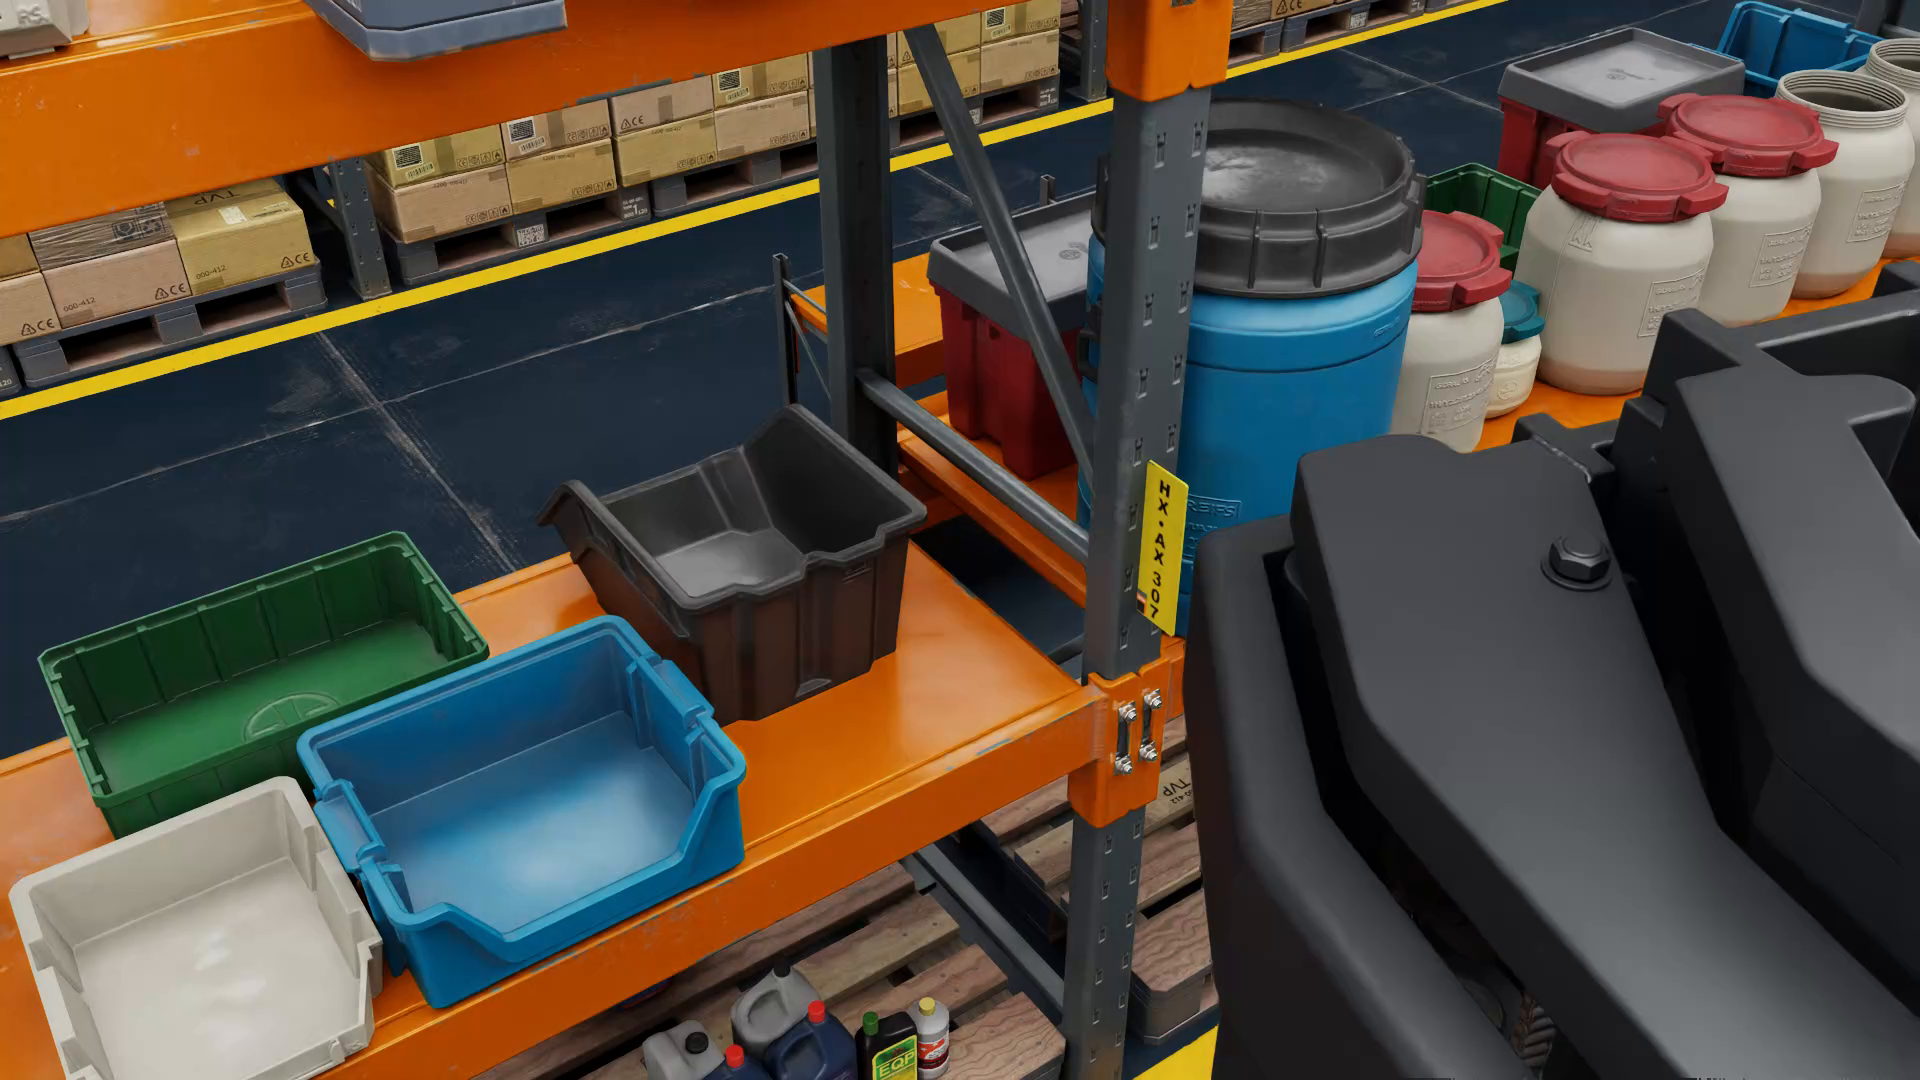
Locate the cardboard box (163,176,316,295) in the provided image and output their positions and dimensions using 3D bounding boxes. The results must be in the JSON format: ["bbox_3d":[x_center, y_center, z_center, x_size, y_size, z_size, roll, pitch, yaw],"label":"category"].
[{"bbox_3d":[-3.058,-1.296,6.978,0.500,0.250,0.500,-22,41,-28],"label":"cardboard box"}]

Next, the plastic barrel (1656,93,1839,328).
[{"bbox_3d":[1.907,-0.801,4.178,0.433,0.535,0.433,0,36,0],"label":"plastic barrel"}]

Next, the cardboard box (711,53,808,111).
[{"bbox_3d":[-1.068,-2.321,7.923,0.500,0.311,0.500,-21,41,-27],"label":"cardboard box"}]

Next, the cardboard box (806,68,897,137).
[{"bbox_3d":[-0.657,-2.265,8.326,0.500,0.250,0.500,-21,41,-27],"label":"cardboard box"}]

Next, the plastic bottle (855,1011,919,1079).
[{"bbox_3d":[-0.158,1.107,3.591,0.133,0.283,0.061,-20,40,-26],"label":"plastic bottle"}]

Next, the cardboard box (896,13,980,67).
[{"bbox_3d":[-0.243,-2.657,8.391,0.500,0.311,0.500,-23,42,-29],"label":"cardboard box"}]

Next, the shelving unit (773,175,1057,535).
[{"bbox_3d":[0.006,-0.459,5.425,1.048,1.125,0.538,-22,41,-28],"label":"shelving unit"}]

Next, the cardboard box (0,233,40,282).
[{"bbox_3d":[-3.880,-1.267,6.296,0.500,0.500,0.500,-22,41,-28],"label":"cardboard box"}]

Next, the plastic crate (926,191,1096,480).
[{"bbox_3d":[0.265,-0.471,3.781,0.583,0.464,0.402,-22,41,-28],"label":"plastic crate"}]

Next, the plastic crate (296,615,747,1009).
[{"bbox_3d":[-0.703,0.426,2.716,0.616,0.251,0.499,-22,41,-28],"label":"plastic crate"}]

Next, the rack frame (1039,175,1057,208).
[{"bbox_3d":[0.421,-0.630,5.662,0.032,1.125,0.500,-22,41,-28],"label":"rack frame"}]

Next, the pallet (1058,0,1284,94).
[{"bbox_3d":[1.097,-2.948,9.668,1.213,0.211,1.003,-22,41,-28],"label":"pallet"}]

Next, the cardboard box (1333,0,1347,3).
[{"bbox_3d":[2.263,-3.551,9.882,0.500,0.500,0.500,-24,42,-29],"label":"cardboard box"}]

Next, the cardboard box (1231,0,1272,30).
[{"bbox_3d":[1.426,-3.206,9.403,0.500,0.500,0.500,-24,42,-29],"label":"cardboard box"}]

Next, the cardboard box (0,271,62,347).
[{"bbox_3d":[-3.873,-0.957,6.507,0.500,0.250,0.500,-22,41,-28],"label":"cardboard box"}]

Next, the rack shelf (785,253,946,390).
[{"bbox_3d":[0.006,-0.697,5.254,1.000,0.278,0.538,-22,41,-28],"label":"rack shelf"}]

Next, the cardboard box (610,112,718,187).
[{"bbox_3d":[-1.492,-1.920,7.846,0.500,0.250,0.500,-24,42,-29],"label":"cardboard box"}]

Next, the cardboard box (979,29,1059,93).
[{"bbox_3d":[0.175,-2.608,8.802,0.500,0.250,0.500,-21,41,-27],"label":"cardboard box"}]

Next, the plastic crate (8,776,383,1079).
[{"bbox_3d":[-1.136,0.638,2.520,0.437,0.136,0.530,-22,41,-28],"label":"plastic crate"}]

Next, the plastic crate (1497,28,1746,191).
[{"bbox_3d":[1.818,-1.110,4.670,0.583,0.464,0.402,-22,41,-28],"label":"plastic crate"}]

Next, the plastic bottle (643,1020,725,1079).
[{"bbox_3d":[-0.578,1.147,3.542,0.135,0.276,0.152,-22,41,-28],"label":"plastic bottle"}]

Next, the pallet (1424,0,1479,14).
[{"bbox_3d":[3.091,-3.769,10.809,1.213,0.211,1.003,-22,41,-28],"label":"pallet"}]

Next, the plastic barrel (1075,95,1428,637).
[{"bbox_3d":[0.536,-0.325,3.204,0.708,0.901,0.600,-22,41,-28],"label":"plastic barrel"}]

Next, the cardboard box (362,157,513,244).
[{"bbox_3d":[-2.333,-1.573,7.364,0.500,0.250,0.500,-23,42,-29],"label":"cardboard box"}]

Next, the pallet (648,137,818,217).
[{"bbox_3d":[-1.227,-2.049,8.418,1.213,0.211,1.003,-22,41,-28],"label":"pallet"}]

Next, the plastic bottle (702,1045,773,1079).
[{"bbox_3d":[-0.472,1.179,3.433,0.185,0.351,0.144,-25,42,-30],"label":"plastic bottle"}]

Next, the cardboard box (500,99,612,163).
[{"bbox_3d":[-1.911,-1.969,7.434,0.500,0.311,0.500,-23,42,-28],"label":"cardboard box"}]

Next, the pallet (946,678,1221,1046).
[{"bbox_3d":[0.665,0.713,4.578,1.213,0.211,1.003,-22,41,-28],"label":"pallet"}]

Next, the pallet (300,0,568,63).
[{"bbox_3d":[-0.488,-0.988,2.147,1.003,0.211,1.213,-22,41,-28],"label":"pallet"}]

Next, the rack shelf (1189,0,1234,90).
[{"bbox_3d":[1.680,-1.735,3.640,4.000,0.370,1.077,-22,41,-28],"label":"rack shelf"}]

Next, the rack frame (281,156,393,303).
[{"bbox_3d":[-2.805,-2.502,6.659,0.127,3.000,1.000,-22,41,-28],"label":"rack frame"}]

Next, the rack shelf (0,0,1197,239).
[{"bbox_3d":[-1.589,-0.389,1.769,4.000,0.370,1.077,-22,41,-28],"label":"rack shelf"}]

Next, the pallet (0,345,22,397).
[{"bbox_3d":[-4.477,-0.709,6.555,1.213,0.211,1.003,-22,41,-28],"label":"pallet"}]

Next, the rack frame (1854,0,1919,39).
[{"bbox_3d":[3.315,-1.482,5.241,0.127,3.000,1.000,-22,41,-28],"label":"rack frame"}]

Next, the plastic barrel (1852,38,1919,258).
[{"bbox_3d":[2.597,-1.079,4.586,0.421,0.512,0.421,0,36,0],"label":"plastic barrel"}]

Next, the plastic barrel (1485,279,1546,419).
[{"bbox_3d":[1.216,-0.452,3.928,0.301,0.262,0.301,0,36,0],"label":"plastic barrel"}]
